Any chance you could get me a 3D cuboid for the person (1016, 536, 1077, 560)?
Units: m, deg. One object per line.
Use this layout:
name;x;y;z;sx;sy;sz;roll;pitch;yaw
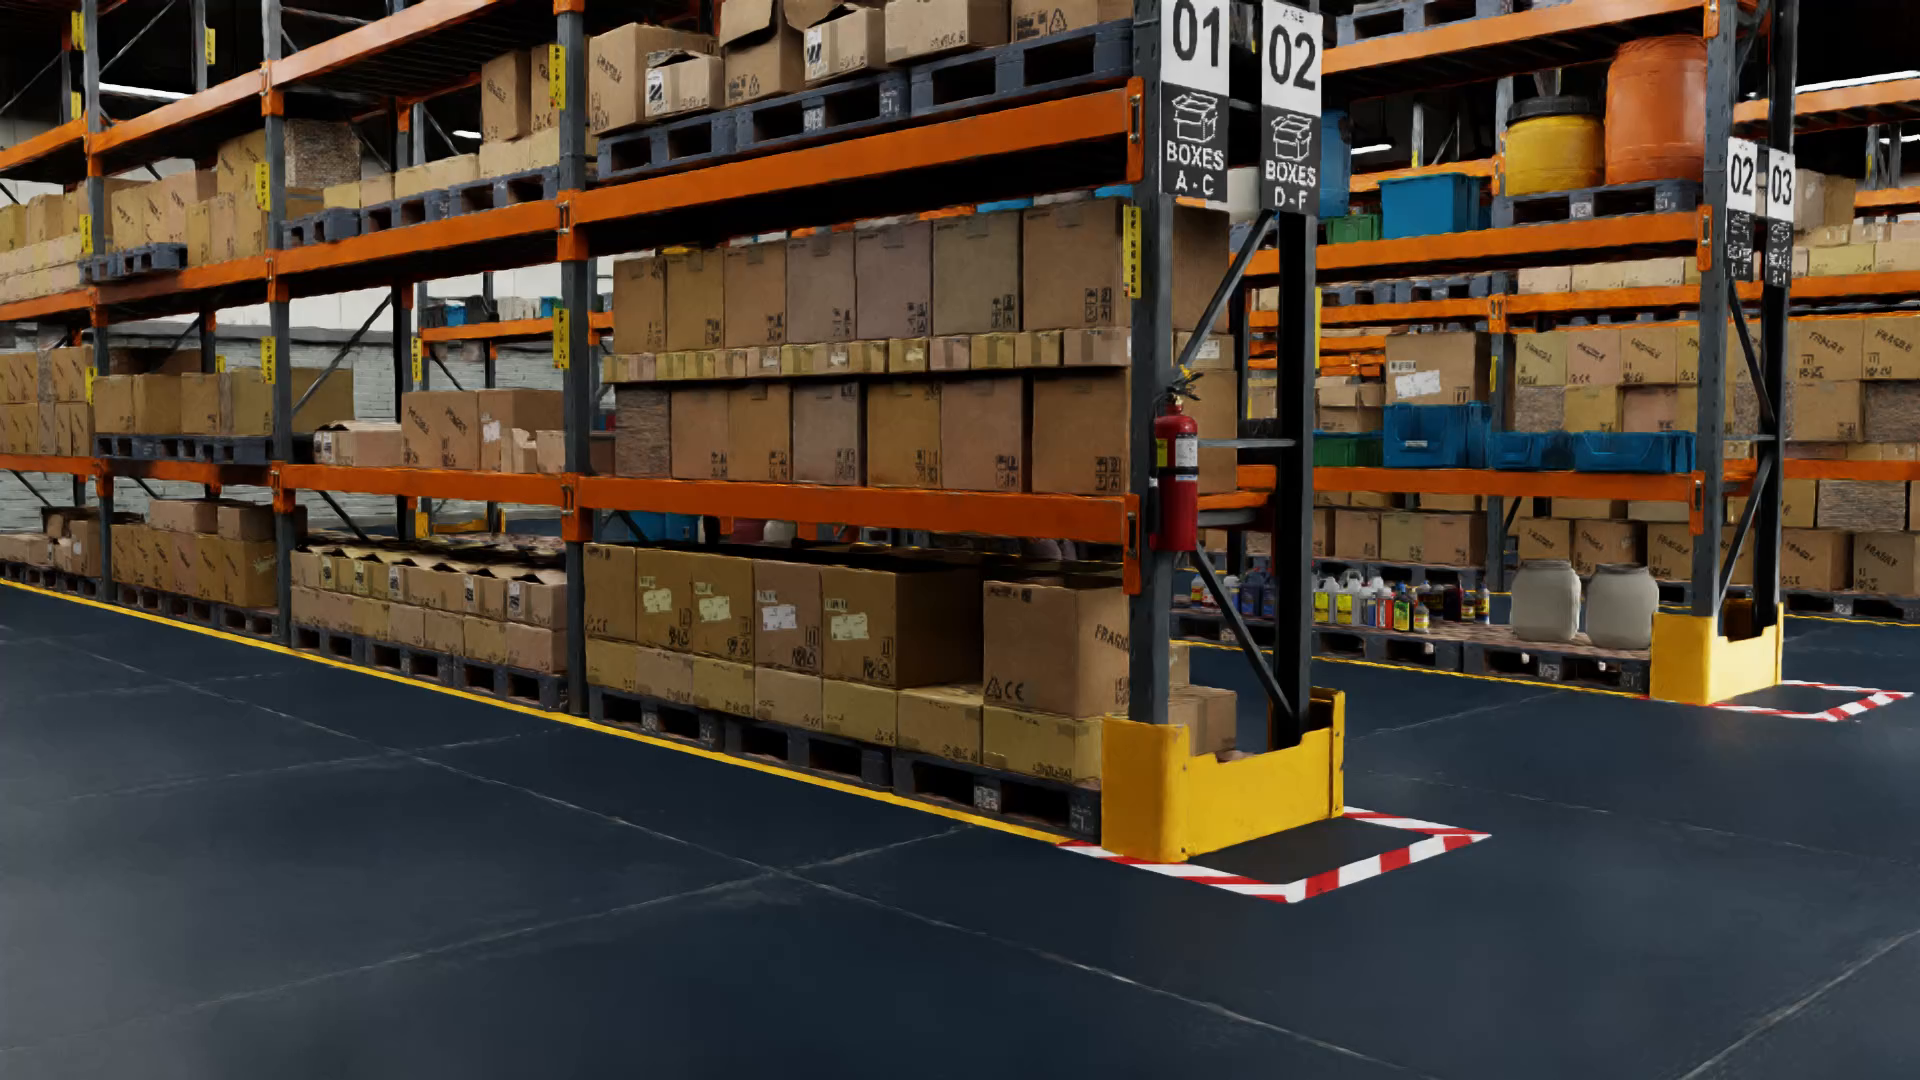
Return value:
person;0.617;-0.014;10.952;0.509;1.691;0.701;3;5;40
